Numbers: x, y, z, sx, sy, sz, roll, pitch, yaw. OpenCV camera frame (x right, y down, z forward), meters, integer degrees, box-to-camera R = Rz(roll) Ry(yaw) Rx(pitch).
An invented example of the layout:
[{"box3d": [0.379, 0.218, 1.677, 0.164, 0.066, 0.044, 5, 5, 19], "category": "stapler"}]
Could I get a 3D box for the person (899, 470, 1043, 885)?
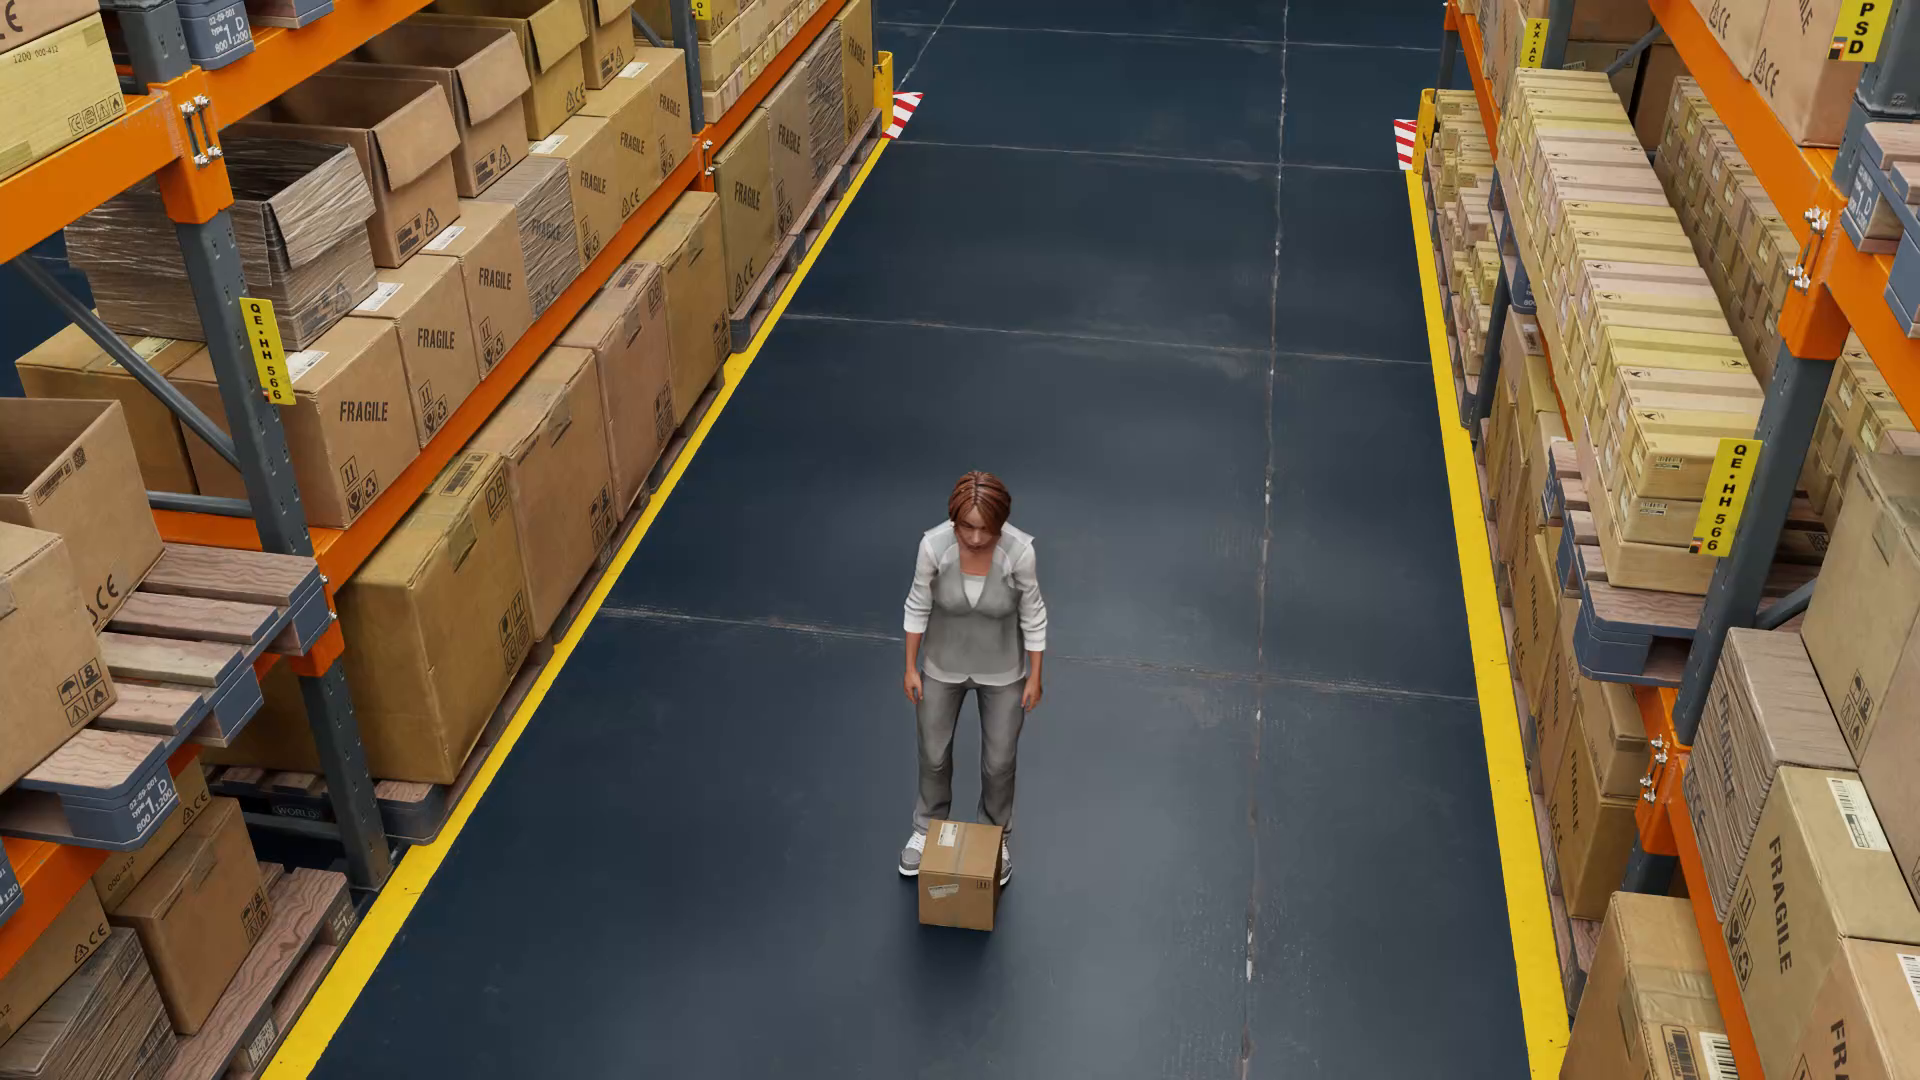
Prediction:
[{"box3d": [0.035, 0.443, 5.464, 0.477, 1.592, 0.347, 3, 33, 5], "category": "person"}]
